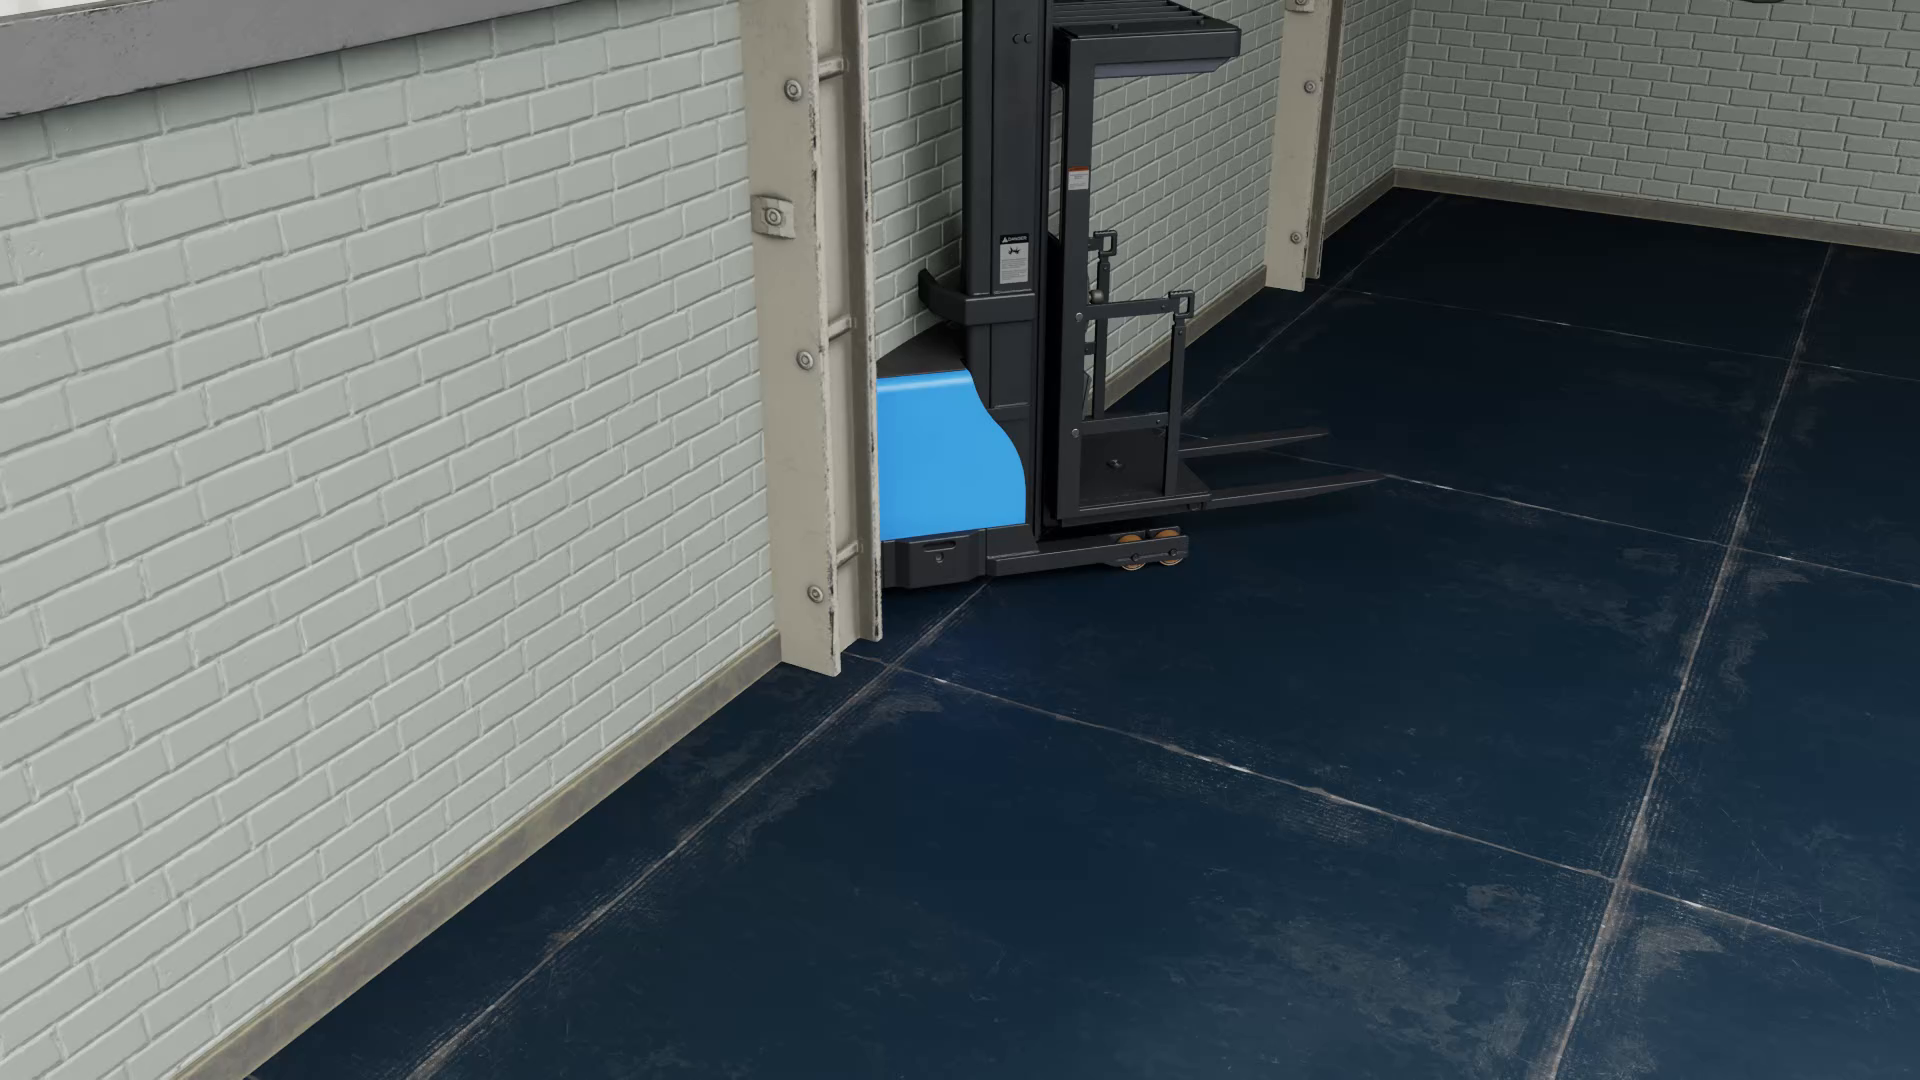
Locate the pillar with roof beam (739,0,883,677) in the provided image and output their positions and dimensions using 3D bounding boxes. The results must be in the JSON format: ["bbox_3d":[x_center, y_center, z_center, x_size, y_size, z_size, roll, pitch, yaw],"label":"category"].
[{"bbox_3d":[3.176,-2.604,3.398,9.100,9.000,0.400,14,30,26],"label":"pillar with roof beam"}]

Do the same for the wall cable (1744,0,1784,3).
[{"bbox_3d":[4.980,-5.358,12.370,3.097,2.526,0.112,14,30,26],"label":"wall cable"}]

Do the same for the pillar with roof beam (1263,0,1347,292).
[{"bbox_3d":[6.128,-4.942,8.070,9.100,9.000,0.400,14,30,26],"label":"pillar with roof beam"}]

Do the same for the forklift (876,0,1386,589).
[{"bbox_3d":[0.601,-1.386,7.744,3.031,2.935,1.130,-7,27,-14],"label":"forklift"}]
